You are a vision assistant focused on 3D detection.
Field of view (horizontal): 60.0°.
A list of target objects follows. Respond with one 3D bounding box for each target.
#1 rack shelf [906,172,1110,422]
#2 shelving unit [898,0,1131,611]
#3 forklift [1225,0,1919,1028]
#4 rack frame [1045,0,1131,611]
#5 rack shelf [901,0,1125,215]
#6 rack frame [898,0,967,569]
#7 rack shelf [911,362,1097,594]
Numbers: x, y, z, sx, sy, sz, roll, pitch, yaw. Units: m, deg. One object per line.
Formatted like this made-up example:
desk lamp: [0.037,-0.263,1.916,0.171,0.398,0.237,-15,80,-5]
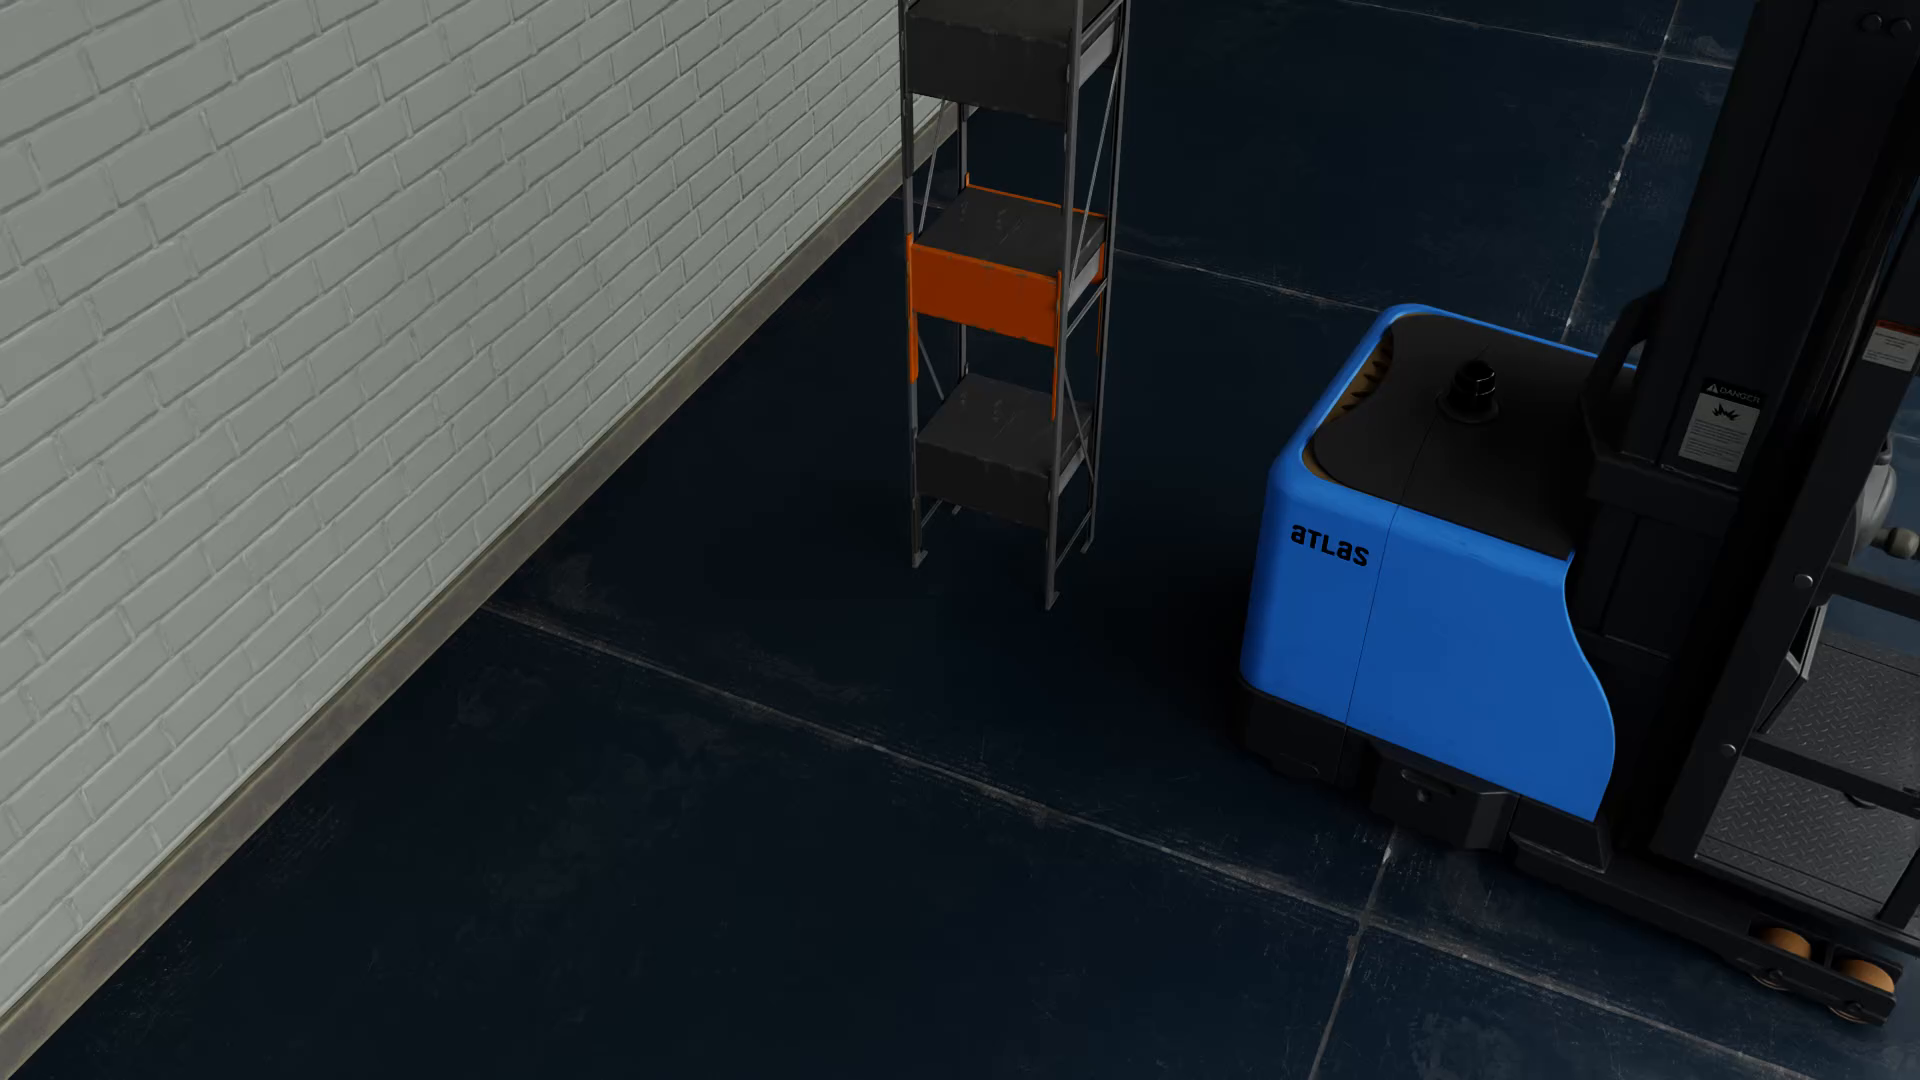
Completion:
rack shelf: [0.150,-0.737,5.018,0.480,0.518,0.431,17,44,19]
shelving unit: [0.150,-0.748,5.009,0.503,2.100,0.431,17,44,19]
forklift: [2.329,-0.261,3.813,3.031,2.935,1.130,21,45,23]
rack frame: [0.371,-0.680,4.931,0.015,2.100,0.400,17,44,19]
rack shelf: [0.150,-1.266,4.560,0.480,0.518,0.431,17,44,19]
rack frame: [-0.071,-0.815,5.087,0.015,2.100,0.400,17,44,19]
rack shelf: [0.150,-0.208,5.477,0.480,0.518,0.431,17,44,19]
